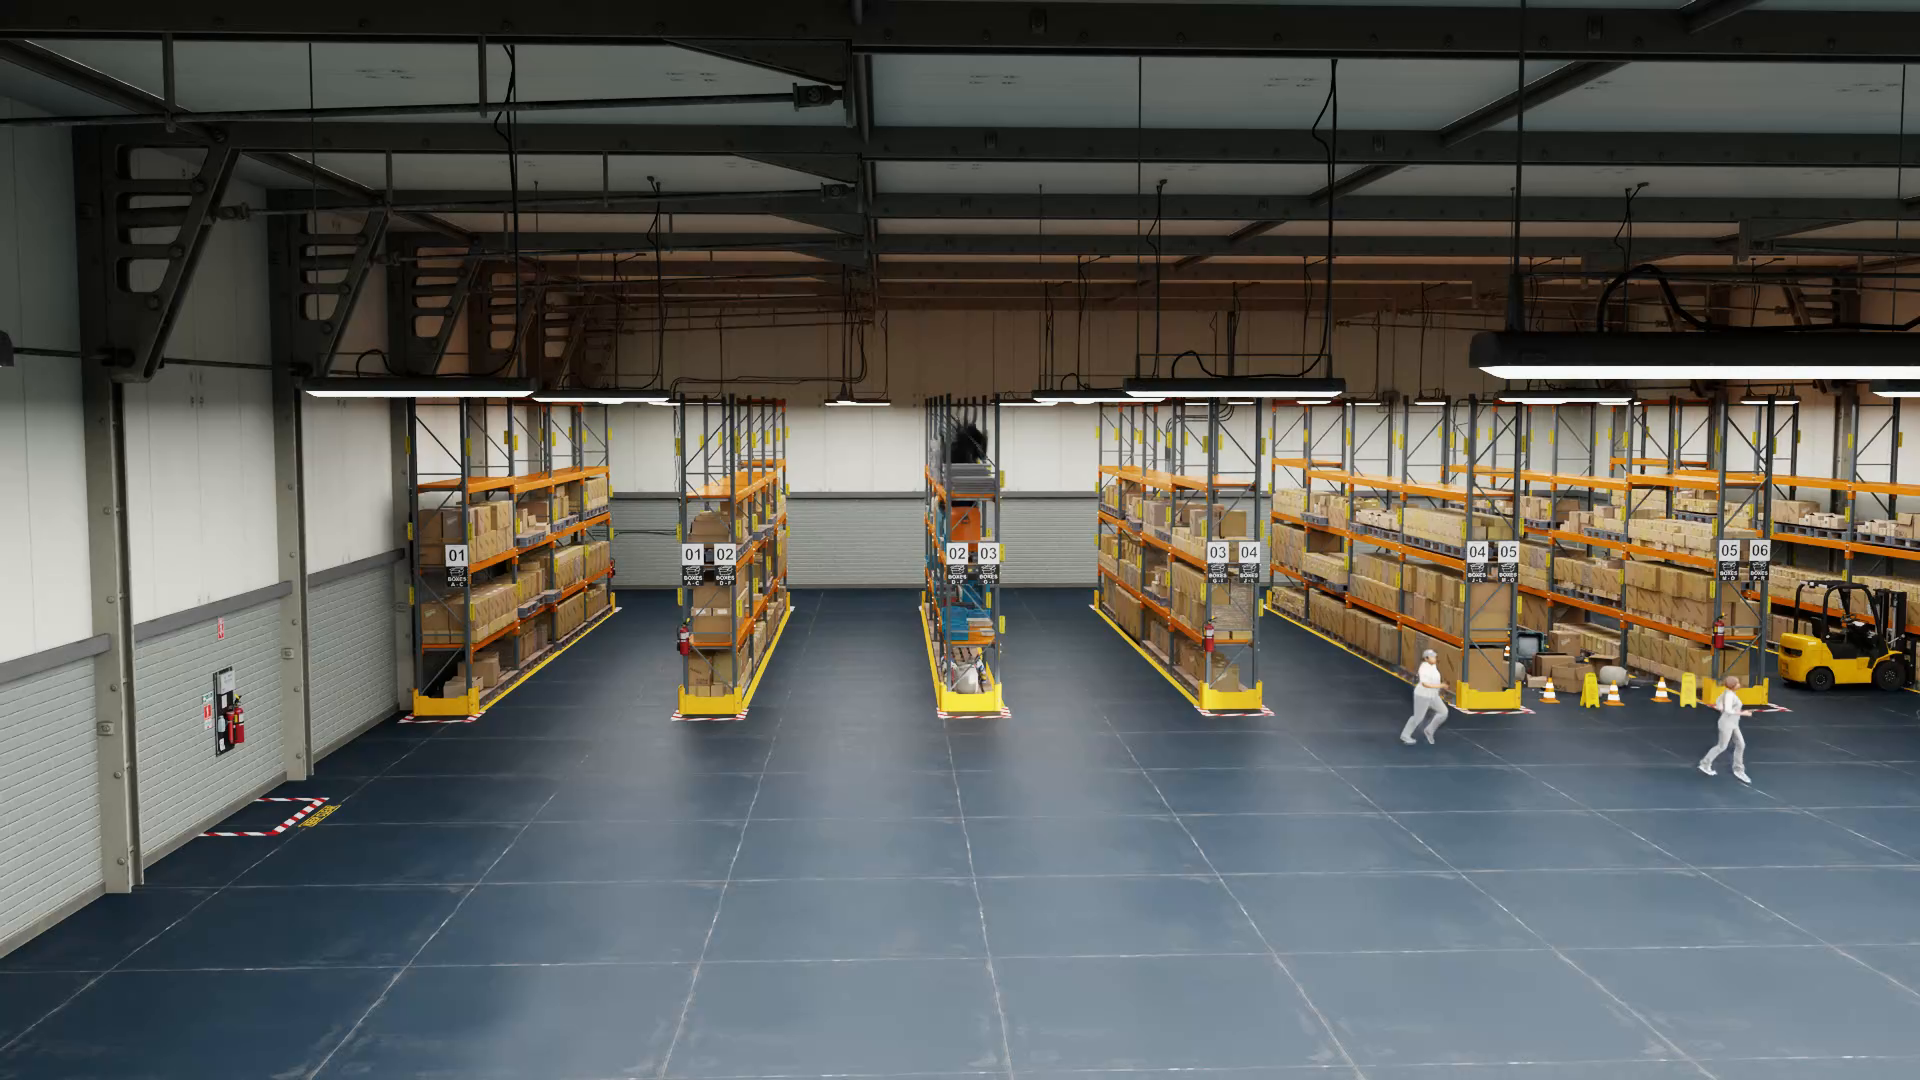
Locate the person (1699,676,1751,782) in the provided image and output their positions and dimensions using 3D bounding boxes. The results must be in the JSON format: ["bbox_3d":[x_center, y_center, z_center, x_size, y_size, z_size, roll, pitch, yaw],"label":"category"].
[{"bbox_3d":[11.812,2.901,25.645,0.731,1.637,0.523,3,6,35],"label":"person"}]

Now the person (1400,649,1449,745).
[{"bbox_3d":[7.934,2.663,28.231,0.827,1.644,0.618,4,6,42],"label":"person"}]
